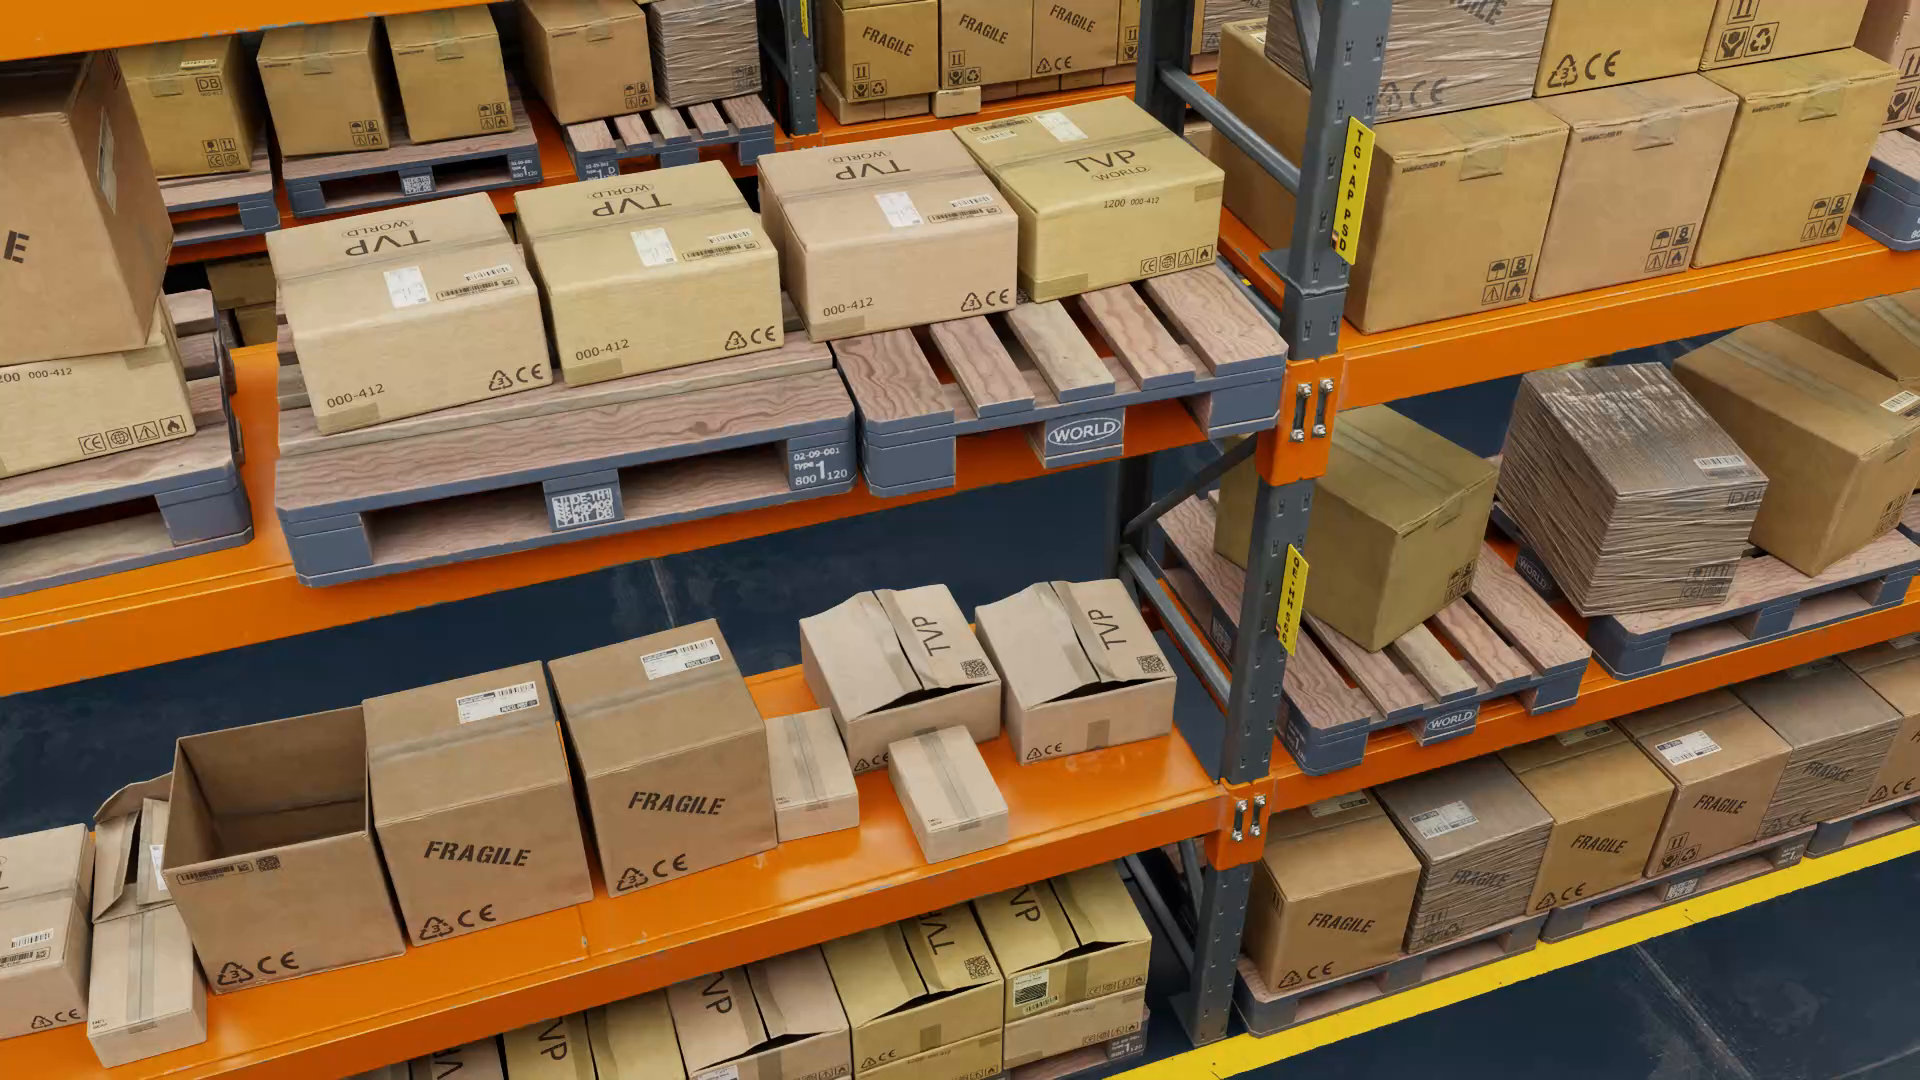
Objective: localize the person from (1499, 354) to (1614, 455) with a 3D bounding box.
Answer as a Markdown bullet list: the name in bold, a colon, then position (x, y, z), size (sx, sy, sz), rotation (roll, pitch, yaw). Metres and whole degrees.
- **person**: position (2.743, -0.616, 7.580), size (1.020, 1.621, 0.443), rotation (-15, 40, -18)
